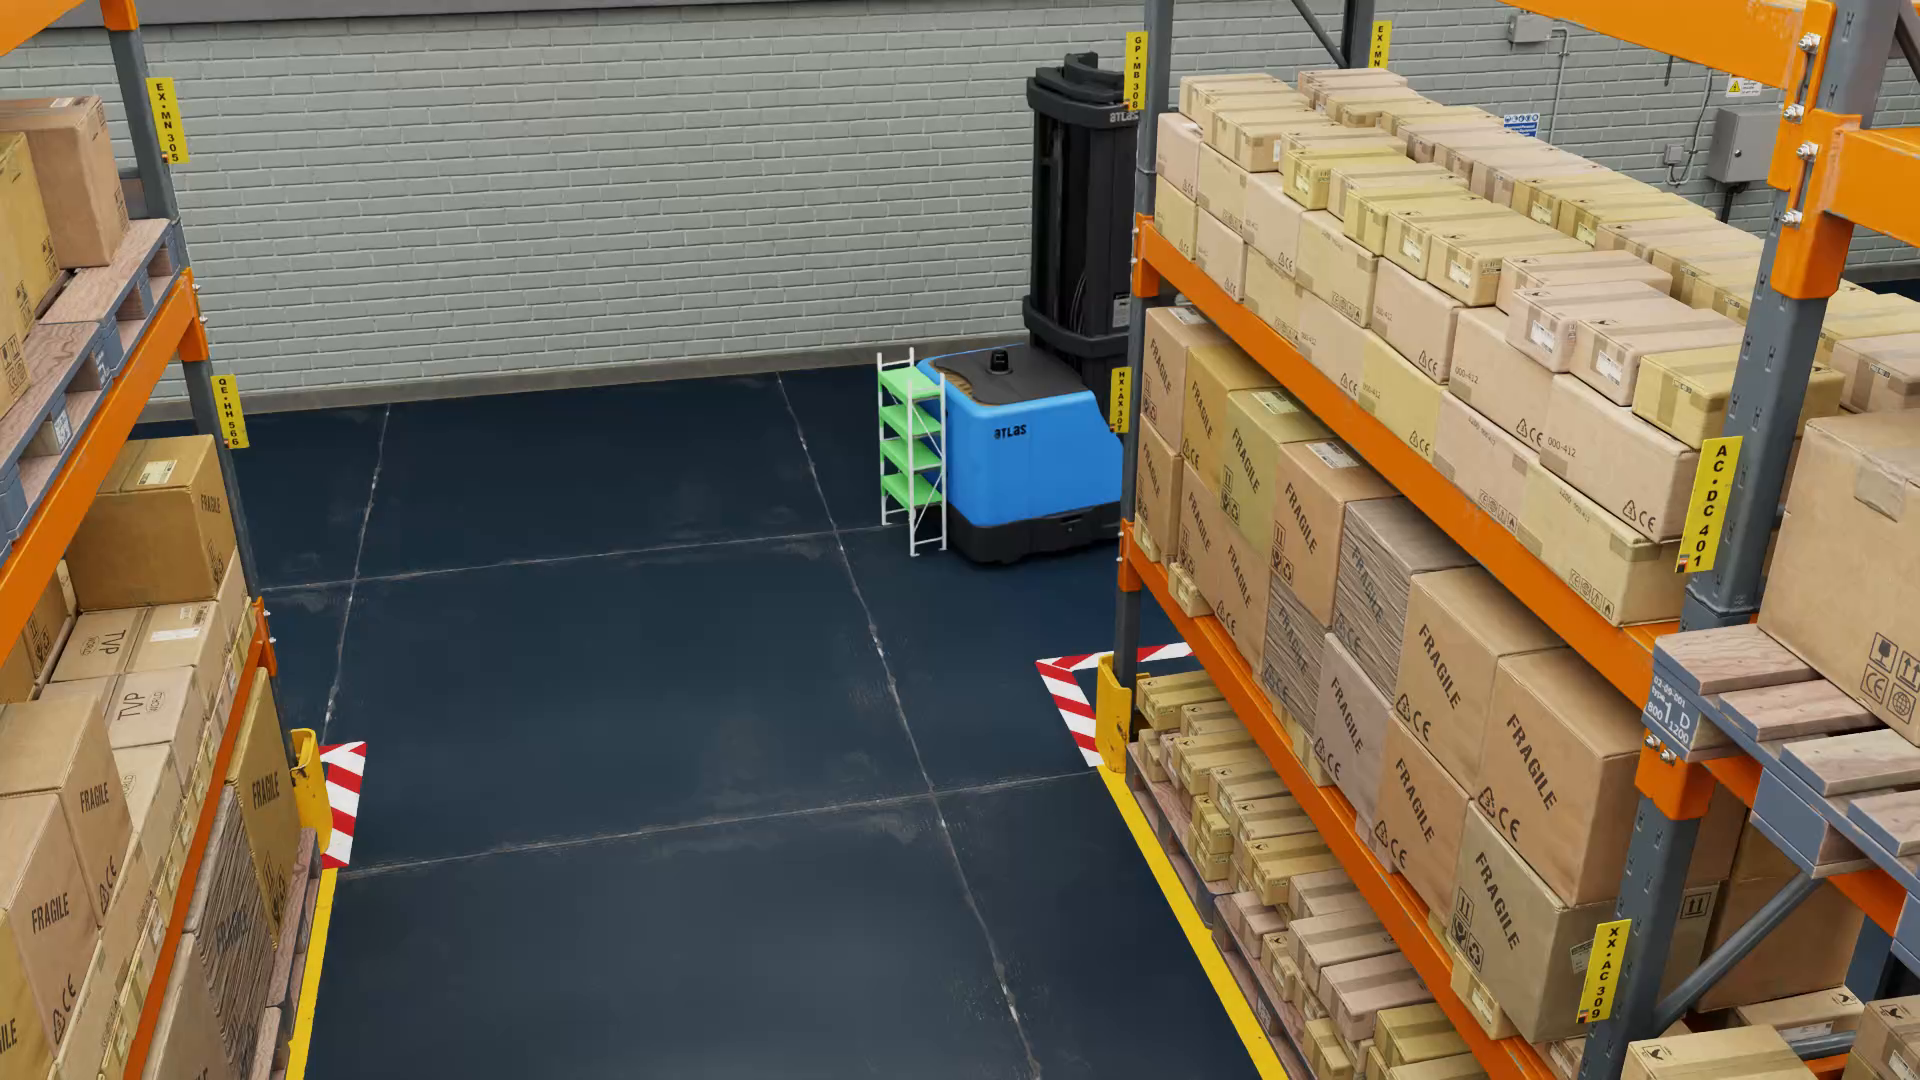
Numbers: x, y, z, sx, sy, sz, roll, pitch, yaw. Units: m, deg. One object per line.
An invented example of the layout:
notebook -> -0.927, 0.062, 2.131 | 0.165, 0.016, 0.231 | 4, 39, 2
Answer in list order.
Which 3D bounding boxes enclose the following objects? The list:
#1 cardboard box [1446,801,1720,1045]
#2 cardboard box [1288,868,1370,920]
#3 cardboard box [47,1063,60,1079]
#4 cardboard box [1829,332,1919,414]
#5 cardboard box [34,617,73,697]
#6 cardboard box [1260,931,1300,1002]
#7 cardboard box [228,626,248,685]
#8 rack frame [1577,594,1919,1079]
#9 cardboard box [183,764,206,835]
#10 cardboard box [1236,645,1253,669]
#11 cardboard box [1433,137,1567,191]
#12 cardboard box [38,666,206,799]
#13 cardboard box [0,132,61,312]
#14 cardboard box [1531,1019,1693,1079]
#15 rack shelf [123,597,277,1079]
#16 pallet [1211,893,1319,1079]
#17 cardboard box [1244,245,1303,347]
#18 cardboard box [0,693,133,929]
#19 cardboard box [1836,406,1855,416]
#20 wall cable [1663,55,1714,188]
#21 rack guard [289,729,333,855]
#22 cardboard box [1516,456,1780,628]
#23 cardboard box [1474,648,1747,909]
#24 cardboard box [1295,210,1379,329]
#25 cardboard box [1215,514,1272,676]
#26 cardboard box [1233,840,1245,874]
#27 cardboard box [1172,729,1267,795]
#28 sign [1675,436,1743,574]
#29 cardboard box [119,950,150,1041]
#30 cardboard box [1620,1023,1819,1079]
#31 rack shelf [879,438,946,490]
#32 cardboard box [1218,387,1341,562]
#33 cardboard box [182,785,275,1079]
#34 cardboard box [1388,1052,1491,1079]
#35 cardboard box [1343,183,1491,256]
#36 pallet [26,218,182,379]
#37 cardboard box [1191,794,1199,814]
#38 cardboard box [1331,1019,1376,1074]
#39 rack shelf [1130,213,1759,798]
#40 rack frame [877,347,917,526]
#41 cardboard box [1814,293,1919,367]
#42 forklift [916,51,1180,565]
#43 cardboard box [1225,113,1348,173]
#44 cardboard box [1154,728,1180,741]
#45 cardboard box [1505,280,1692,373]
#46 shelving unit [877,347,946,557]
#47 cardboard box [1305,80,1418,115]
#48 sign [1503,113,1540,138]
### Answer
cardboard box -> 1.796, 1.075, 4.850 | 0.500, 0.500, 0.500 | -6, 27, -12
cardboard box -> 1.532, 1.441, 6.604 | 0.380, 0.149, 0.250 | -6, 27, -11
cardboard box -> -2.526, 1.597, 4.094 | 0.500, 0.250, 0.500 | -6, 27, -13
cardboard box -> 2.351, -0.389, 4.033 | 0.380, 0.149, 0.250 | -6, 27, -13
cardboard box -> -3.608, 0.539, 6.189 | 0.500, 0.250, 0.500 | -6, 27, -12
cardboard box -> 1.447, 1.706, 6.740 | 0.380, 0.149, 0.250 | -6, 27, -12
cardboard box -> -3.115, 0.488, 6.732 | 0.380, 0.149, 0.250 | -6, 27, -11
rack frame -> 2.180, 1.436, 4.576 | 1.000, 3.000, 0.127 | -6, 27, -12
cardboard box -> -2.885, 0.937, 5.844 | 0.380, 0.149, 0.250 | -6, 27, -11
cardboard box -> 1.368, 0.420, 6.867 | 0.380, 0.149, 0.250 | -6, 27, -12
cardboard box -> 1.898, -1.312, 5.860 | 0.380, 0.149, 0.250 | -5, 27, -10
cardboard box -> -2.980, 0.706, 5.860 | 0.500, 0.250, 0.500 | -7, 28, -13
cardboard box -> -3.398, -0.994, 5.374 | 0.700, 0.500, 0.500 | -7, 28, -13
cardboard box -> 1.888, 1.447, 4.834 | 0.380, 0.149, 0.250 | -6, 27, -12
rack shelf -> -3.126, 1.339, 5.567 | 1.077, 0.370, 4.000 | -6, 27, -12
pallet -> 1.716, 1.853, 6.844 | 1.003, 0.211, 1.213 | -6, 27, -12
cardboard box -> 1.374, -0.913, 6.066 | 0.500, 0.250, 0.500 | -7, 28, -13
cardboard box -> -2.759, 0.814, 4.813 | 0.500, 0.500, 0.500 | -7, 28, -13
cardboard box -> 2.306, -0.295, 4.288 | 0.500, 0.250, 0.500 | -5, 27, -10
wall cable -> 6.164, -3.943, 14.105 | 0.588, 1.984, 0.122 | -6, 27, -12
rack guard -> -3.582, 1.245, 7.729 | 1.175, 0.500, 0.348 | -6, 27, -12
cardboard box -> 1.806, -0.024, 4.306 | 0.500, 0.250, 0.500 | -5, 27, -10
cardboard box -> 1.811, 0.633, 4.615 | 0.500, 0.500, 0.500 | -7, 28, -13
cardboard box -> 1.461, -0.922, 5.531 | 0.500, 0.250, 0.500 | -7, 28, -14
cardboard box -> 1.354, 0.177, 6.630 | 0.500, 0.500, 0.500 | -6, 27, -11
cardboard box -> 1.399, 1.344, 7.127 | 0.380, 0.149, 0.250 | -7, 28, -14
cardboard box -> 1.177, 0.997, 7.484 | 0.380, 0.149, 0.250 | -6, 27, -12
sign -> 1.653, -0.075, 3.667 | 0.100, 0.325, 0.005 | -6, 27, -12
cardboard box -> -2.656, 1.386, 4.955 | 0.380, 0.149, 0.250 | -6, 27, -12
cardboard box -> 1.821, 1.315, 3.968 | 0.380, 0.149, 0.250 | -5, 27, -9
rack shelf -> -0.303, -0.498, 10.545 | 0.258, 0.148, 0.480 | -12, 29, -21
cardboard box -> 1.337, -0.268, 6.401 | 0.500, 0.500, 0.500 | -7, 28, -13
cardboard box -> -3.149, 1.573, 6.197 | 0.875, 0.875, 0.875 | -6, 27, -12
cardboard box -> 1.687, 1.909, 5.676 | 0.380, 0.149, 0.250 | -6, 27, -12
cardboard box -> 1.450, -1.021, 5.284 | 0.380, 0.149, 0.250 | -6, 27, -12
pallet -> -3.399, -0.835, 5.846 | 1.003, 0.211, 1.213 | -6, 27, -12
cardboard box -> 1.286, 1.243, 7.657 | 0.380, 0.149, 0.250 | -6, 27, -11
cardboard box -> 1.611, 1.819, 6.184 | 0.380, 0.149, 0.250 | -5, 27, -10
rack shelf -> 1.730, -0.460, 5.801 | 1.077, 0.370, 4.000 | -6, 27, -12
rack frame -> -0.403, -0.655, 10.715 | 0.240, 1.200, 0.015 | -12, 29, -21
cardboard box -> 2.322, -0.512, 4.276 | 0.380, 0.149, 0.250 | -7, 28, -14
forklift -> 1.264, -1.586, 10.639 | 3.031, 2.935, 1.130 | -11, 29, -22
cardboard box -> 1.214, -1.481, 6.195 | 0.380, 0.149, 0.250 | -6, 27, -11
cardboard box -> 1.147, 0.889, 8.028 | 0.380, 0.149, 0.250 | -5, 27, -9
cardboard box -> 1.678, -0.565, 4.380 | 0.380, 0.149, 0.250 | -6, 27, -12
shelving unit -> -0.303, -0.555, 10.516 | 0.258, 1.200, 0.503 | -12, 29, -21
cardboard box -> 1.621, -1.761, 6.750 | 0.380, 0.149, 0.250 | -6, 27, -11
sign -> 4.724, -3.483, 14.021 | 0.327, 0.218, 0.001 | -6, 27, -12
